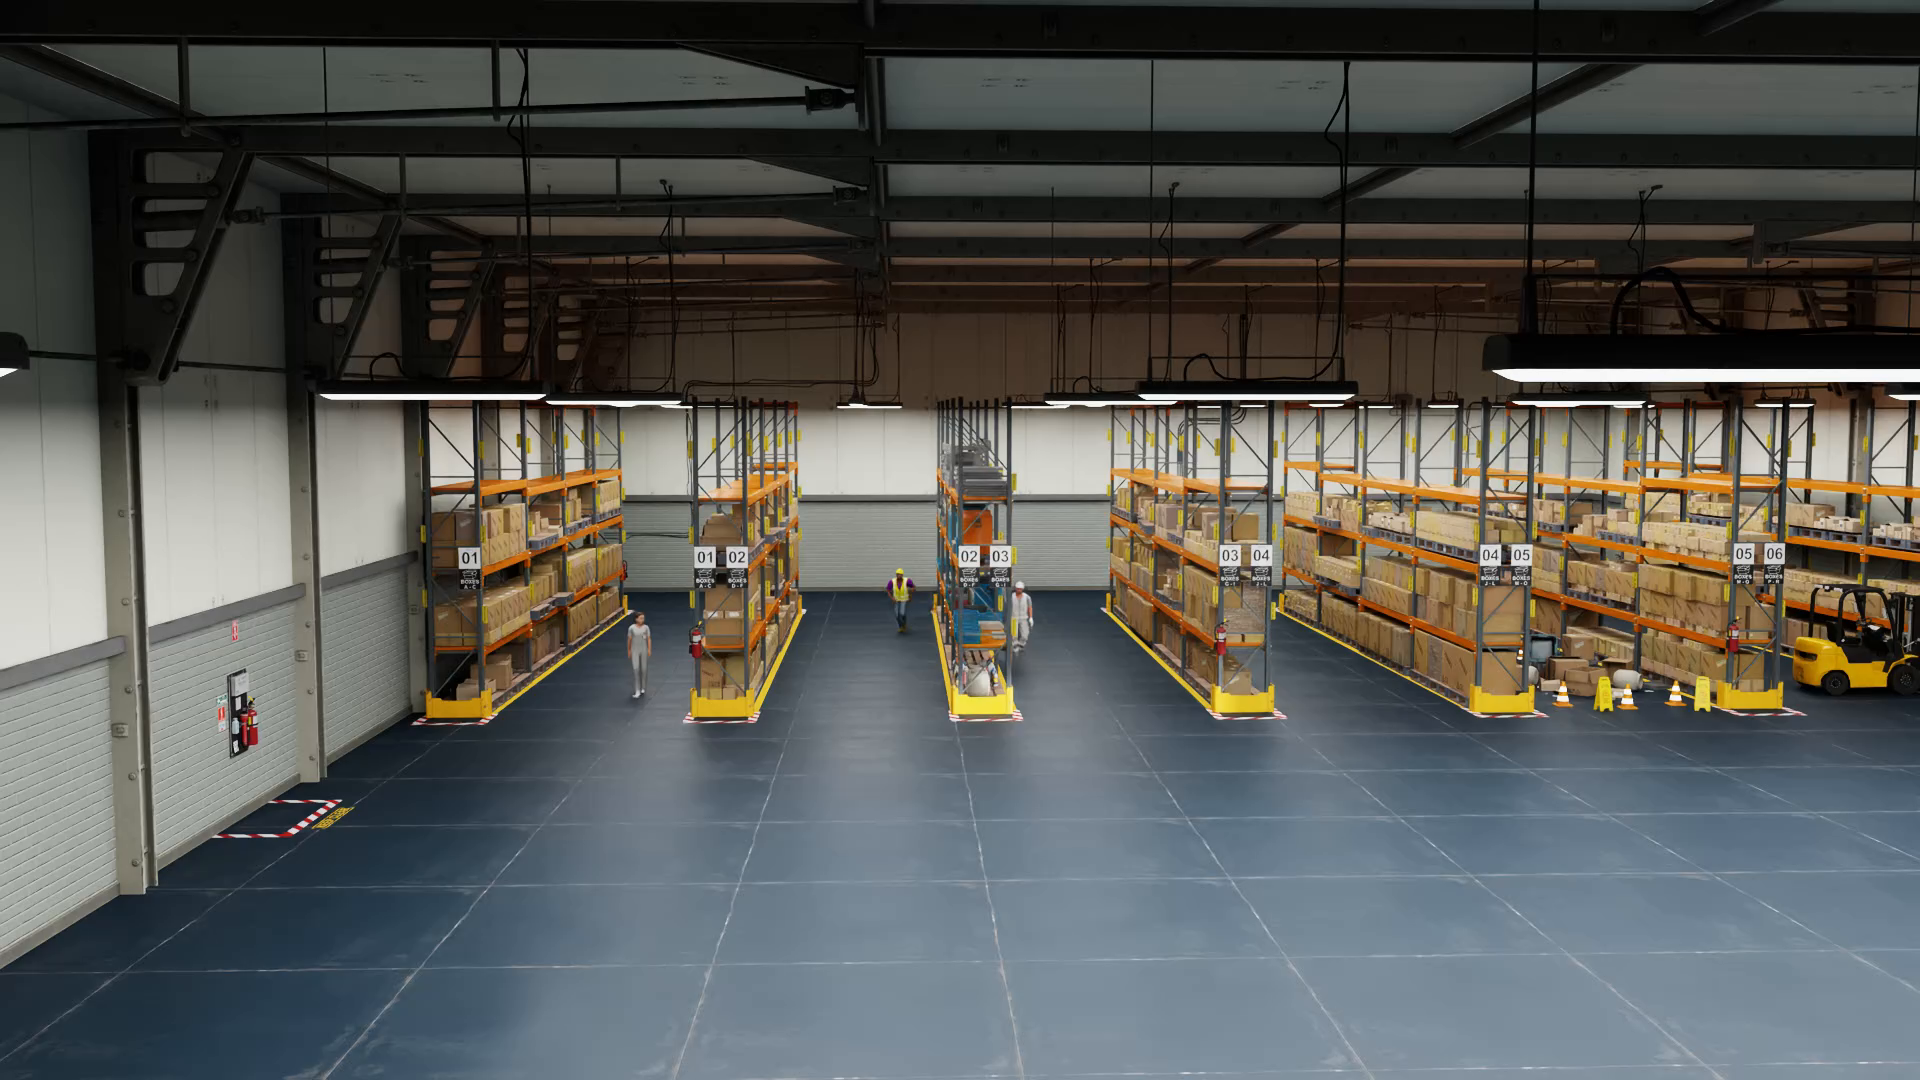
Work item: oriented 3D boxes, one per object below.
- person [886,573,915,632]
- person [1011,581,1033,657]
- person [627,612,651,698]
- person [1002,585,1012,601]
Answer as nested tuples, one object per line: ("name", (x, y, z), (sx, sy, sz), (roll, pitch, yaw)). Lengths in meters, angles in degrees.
("person", (-1.536, 1.583, 43.075), (0.713, 1.631, 0.692), (1, 4, 9))
("person", (1.342, 1.760, 37.308), (0.582, 1.678, 0.636), (0, 4, -4))
("person", (-6.446, 2.306, 33.589), (0.462, 1.687, 0.690), (-2, 5, -23))
("person", (1.277, 1.206, 48.154), (0.944, 1.529, 0.425), (4, 6, 43))
